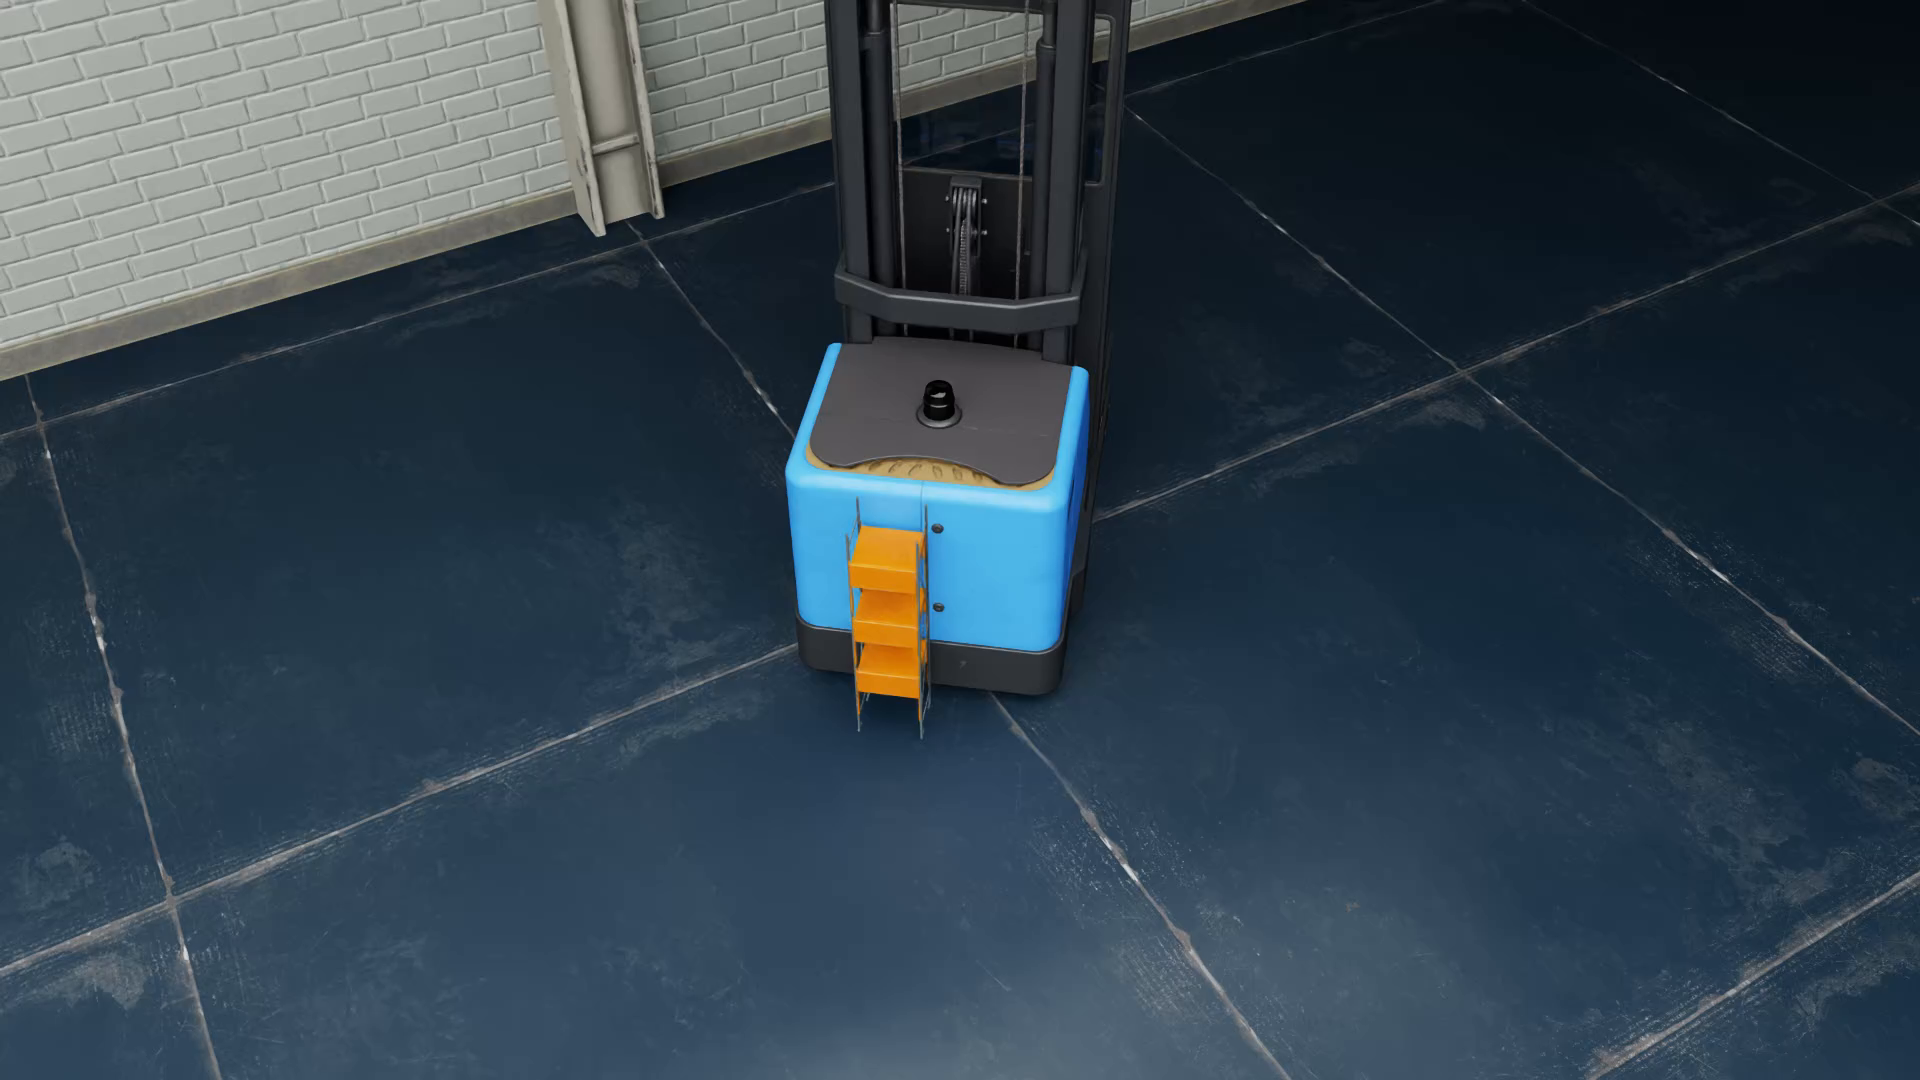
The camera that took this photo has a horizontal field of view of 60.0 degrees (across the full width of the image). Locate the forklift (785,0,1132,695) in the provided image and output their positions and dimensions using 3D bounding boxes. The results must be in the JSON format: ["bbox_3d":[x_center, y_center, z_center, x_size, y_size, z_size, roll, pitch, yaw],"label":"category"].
[{"bbox_3d":[0.099,-1.485,6.605,1.130,2.935,3.031,6,44,6],"label":"forklift"}]

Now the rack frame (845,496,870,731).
[{"bbox_3d":[-0.374,0.293,6.124,0.008,1.050,0.200,6,45,6],"label":"rack frame"}]

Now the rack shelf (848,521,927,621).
[{"bbox_3d":[-0.253,0.110,5.920,0.240,0.259,0.215,6,45,6],"label":"rack shelf"}]

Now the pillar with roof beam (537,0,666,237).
[{"bbox_3d":[0.308,-2.401,3.192,0.400,9.000,9.100,-22,48,-21],"label":"pillar with roof beam"}]

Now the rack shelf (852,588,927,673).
[{"bbox_3d":[-0.253,0.314,6.117,0.240,0.259,0.215,6,45,6],"label":"rack shelf"}]

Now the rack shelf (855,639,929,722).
[{"bbox_3d":[-0.253,0.513,6.311,0.240,0.259,0.215,6,45,6],"label":"rack shelf"}]

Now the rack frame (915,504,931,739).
[{"bbox_3d":[-0.133,0.320,6.096,0.008,1.050,0.200,6,45,6],"label":"rack frame"}]

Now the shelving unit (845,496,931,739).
[{"bbox_3d":[-0.253,0.306,6.110,0.252,1.050,0.215,6,45,6],"label":"shelving unit"}]
